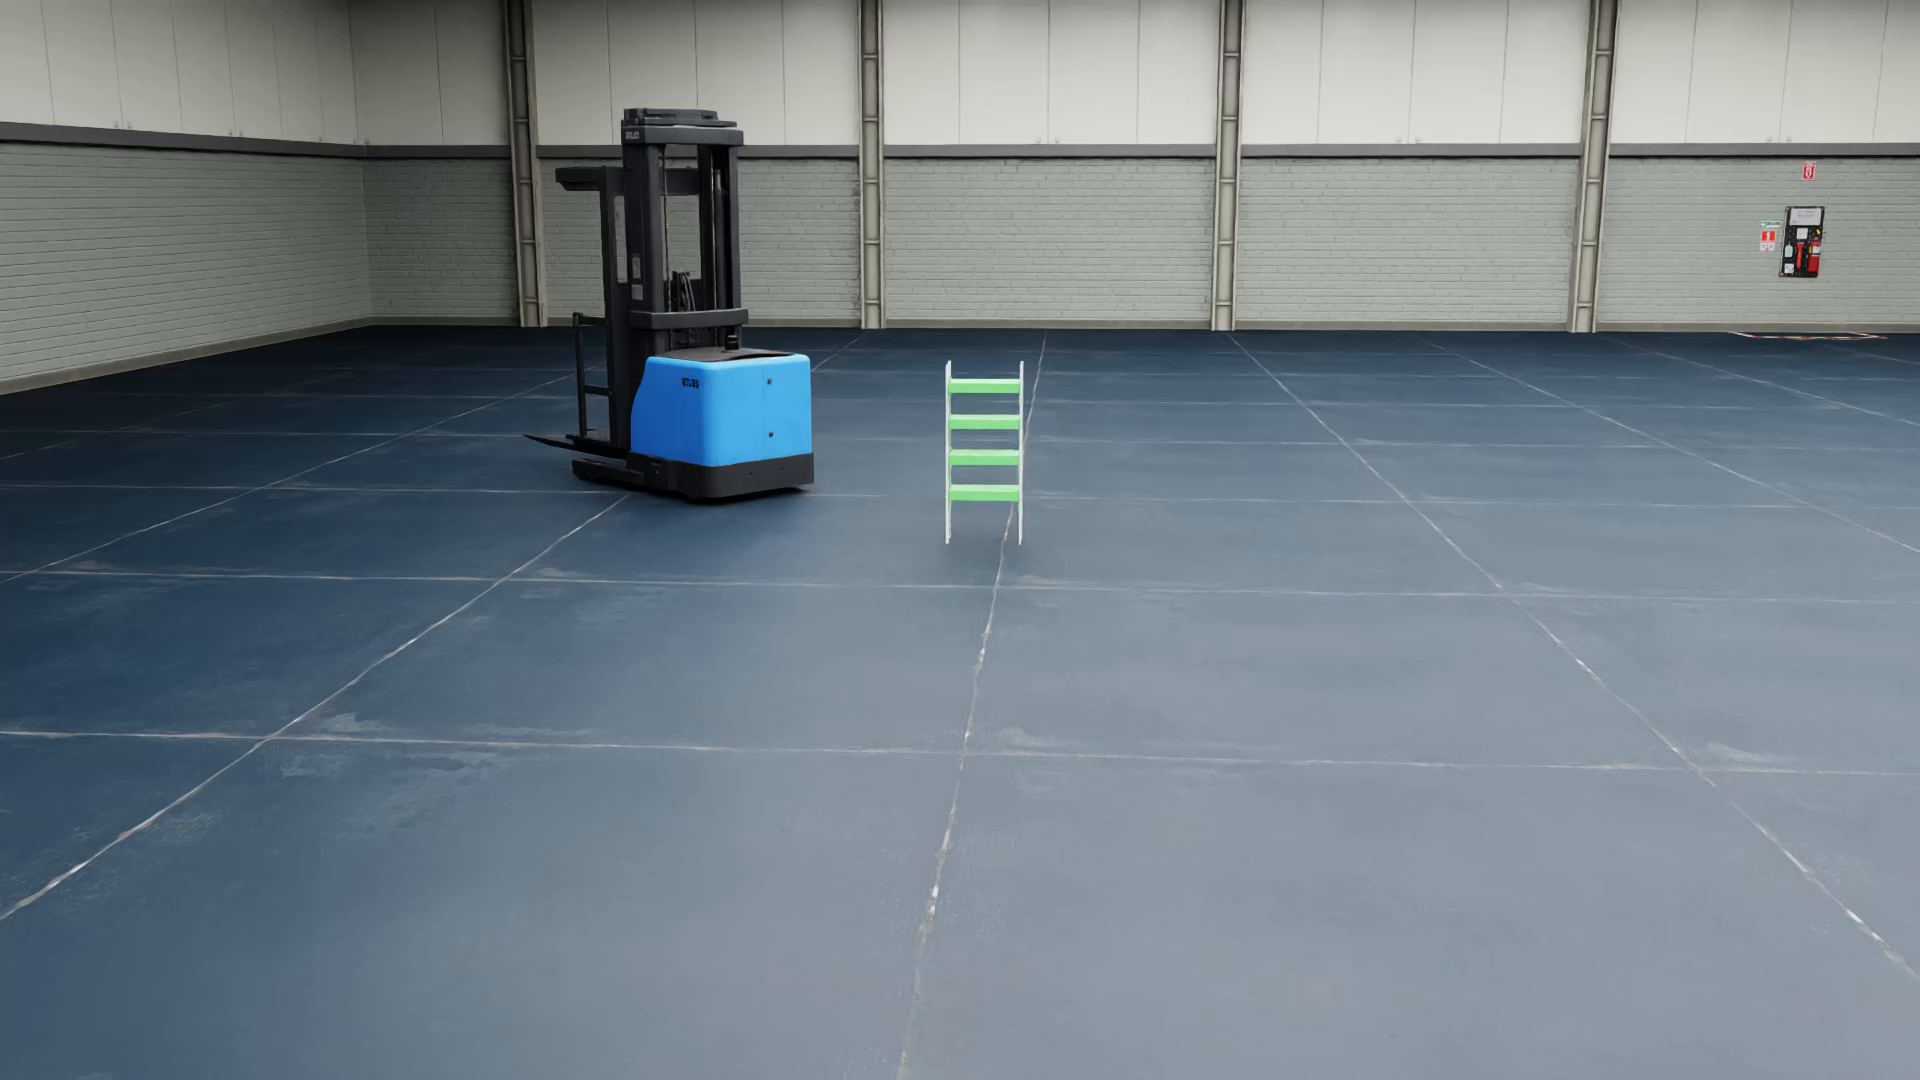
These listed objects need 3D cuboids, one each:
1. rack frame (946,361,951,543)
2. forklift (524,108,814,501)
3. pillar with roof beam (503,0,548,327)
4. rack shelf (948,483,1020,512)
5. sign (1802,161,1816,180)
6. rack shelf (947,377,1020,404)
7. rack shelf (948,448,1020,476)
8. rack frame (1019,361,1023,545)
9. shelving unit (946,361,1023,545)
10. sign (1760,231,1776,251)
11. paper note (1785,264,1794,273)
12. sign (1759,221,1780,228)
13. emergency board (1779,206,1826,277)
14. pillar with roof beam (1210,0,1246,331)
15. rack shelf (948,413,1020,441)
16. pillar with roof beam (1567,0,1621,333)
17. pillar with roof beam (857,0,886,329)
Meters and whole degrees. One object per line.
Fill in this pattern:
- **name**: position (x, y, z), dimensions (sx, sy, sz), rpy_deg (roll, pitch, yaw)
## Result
- **rack frame**: position (-0.078, -0.588, 11.150), dimensions (0.015, 1.200, 0.240), rpy_deg (1, 12, 4)
- **forklift**: position (-2.537, -1.966, 13.510), dimensions (1.130, 2.935, 3.031), rpy_deg (-11, 16, -43)
- **pillar with roof beam**: position (-7.772, -7.284, 24.112), dimensions (0.400, 9.000, 9.100), rpy_deg (1, 12, 4)
- **rack shelf**: position (0.165, -0.288, 11.197), dimensions (0.480, 0.148, 0.258), rpy_deg (1, 12, 4)
- **sign**: position (13.998, -6.095, 27.420), dimensions (0.199, 0.298, 0.001), rpy_deg (1, 12, 4)
- **rack shelf**: position (0.165, -0.992, 11.049), dimensions (0.480, 0.148, 0.258), rpy_deg (1, 12, 4)
- **rack shelf**: position (0.165, -0.522, 11.147), dimensions (0.480, 0.148, 0.258), rpy_deg (1, 12, 4)
- **rack frame**: position (0.409, -0.582, 11.118), dimensions (0.015, 1.200, 0.240), rpy_deg (1, 12, 4)
- **shelving unit**: position (0.165, -0.585, 11.134), dimensions (0.503, 1.200, 0.258), rpy_deg (1, 12, 4)
- **sign**: position (13.454, -4.986, 27.693), dimensions (0.234, 0.329, 0.001), rpy_deg (1, 12, 4)
- **paper note**: position (13.827, -4.526, 27.729), dimensions (0.142, 0.148, 0.016), rpy_deg (1, 12, 4)
- **sign**: position (13.458, -5.244, 27.630), dimensions (0.331, 0.109, 0.001), rpy_deg (1, 12, 4)
- **emergency board**: position (13.999, -4.940, 27.560), dimensions (0.643, 1.169, 0.194), rpy_deg (1, 12, 4)
- **pillar with roof beam**: position (4.201, -7.120, 23.327), dimensions (0.400, 9.000, 9.100), rpy_deg (1, 12, 4)
- **rack shelf**: position (0.165, -0.757, 11.098), dimensions (0.480, 0.148, 0.258), rpy_deg (1, 12, 4)
- **pillar with roof beam**: position (10.188, -7.038, 22.935), dimensions (0.400, 9.000, 9.100), rpy_deg (1, 12, 4)
- **pillar with roof beam**: position (-1.785, -7.202, 23.720), dimensions (0.400, 9.000, 9.100), rpy_deg (1, 12, 4)
